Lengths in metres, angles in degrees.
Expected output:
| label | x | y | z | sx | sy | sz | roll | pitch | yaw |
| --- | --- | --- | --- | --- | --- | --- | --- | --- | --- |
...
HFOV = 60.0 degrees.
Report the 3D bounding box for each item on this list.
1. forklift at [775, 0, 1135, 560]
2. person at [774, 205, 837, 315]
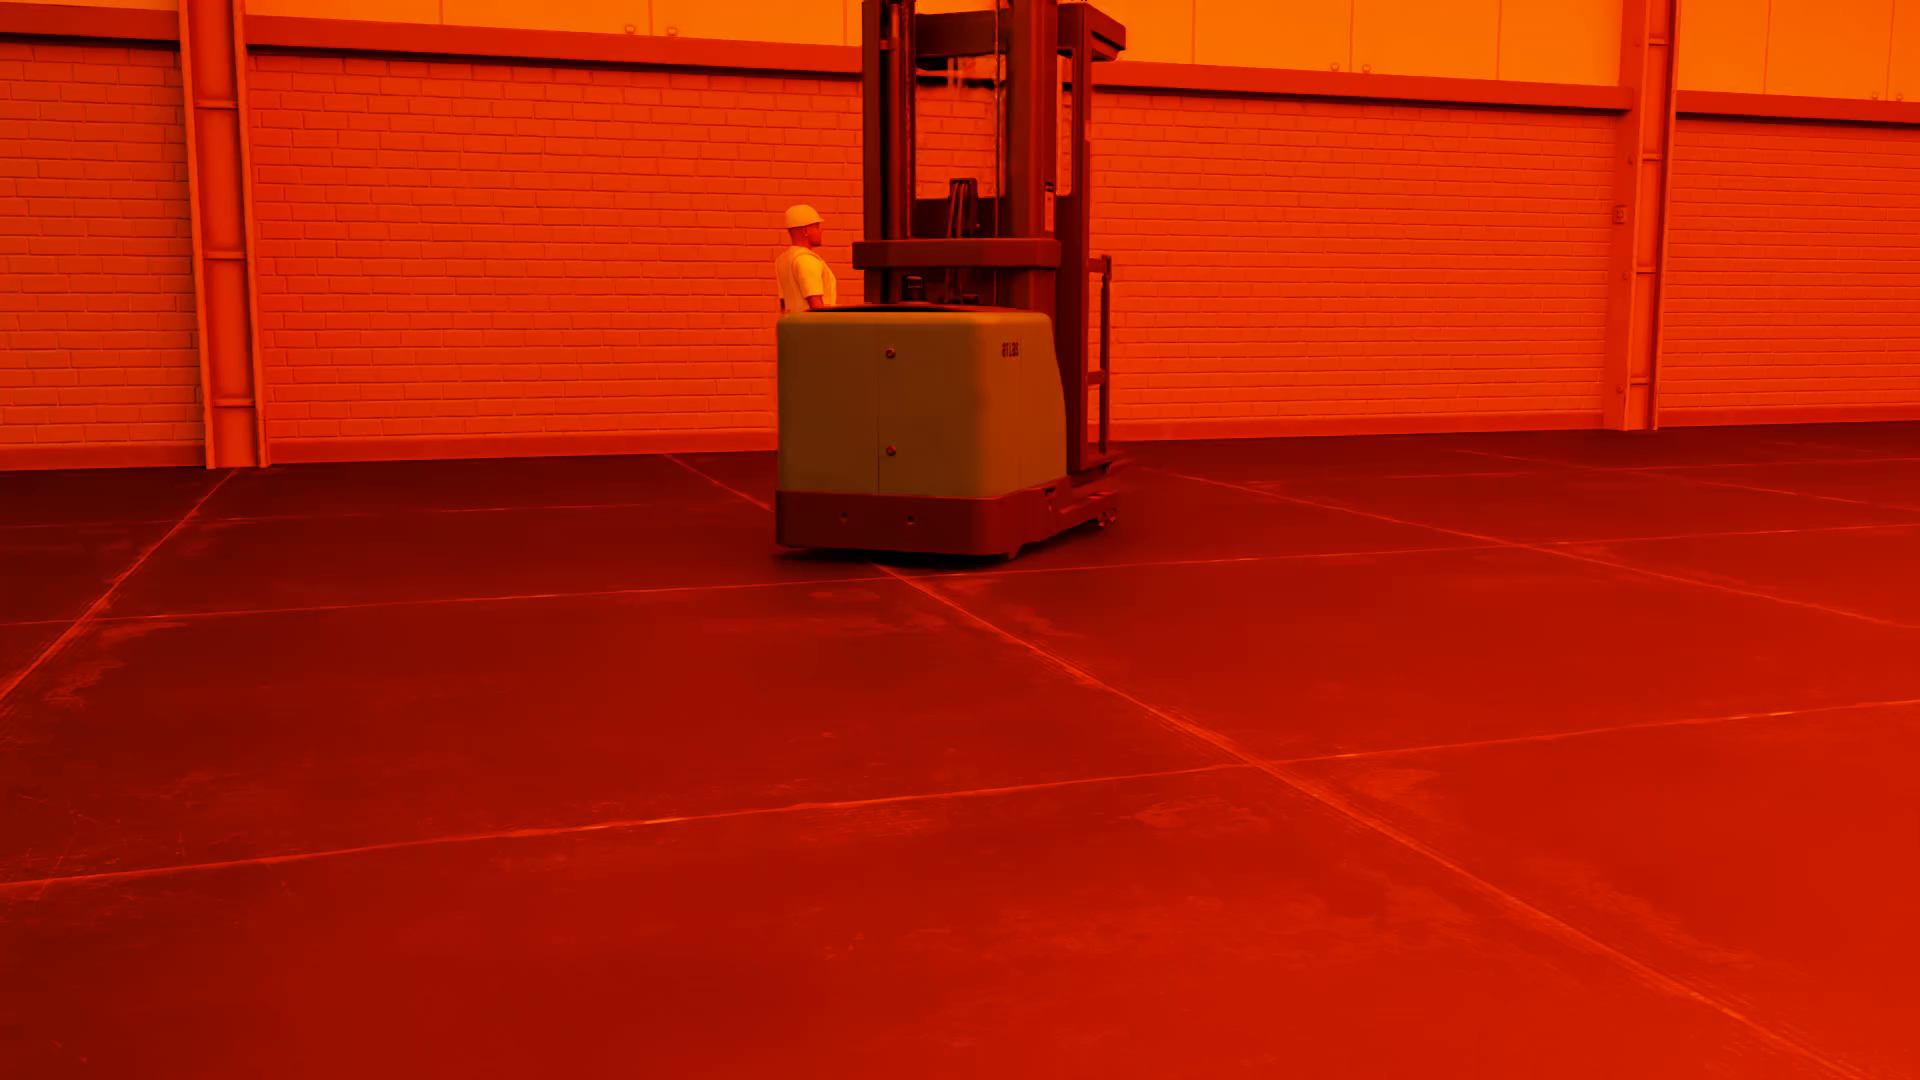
| label | x | y | z | sx | sy | sz | roll | pitch | yaw |
| --- | --- | --- | --- | --- | --- | --- | --- | --- | --- |
| forklift | 0.180 | -1.527 | 8.278 | 1.130 | 2.935 | 3.031 | 3 | 8 | 20 |
| person | -0.976 | -1.291 | 10.867 | 0.387 | 1.767 | 0.557 | -4 | 9 | -27 |
